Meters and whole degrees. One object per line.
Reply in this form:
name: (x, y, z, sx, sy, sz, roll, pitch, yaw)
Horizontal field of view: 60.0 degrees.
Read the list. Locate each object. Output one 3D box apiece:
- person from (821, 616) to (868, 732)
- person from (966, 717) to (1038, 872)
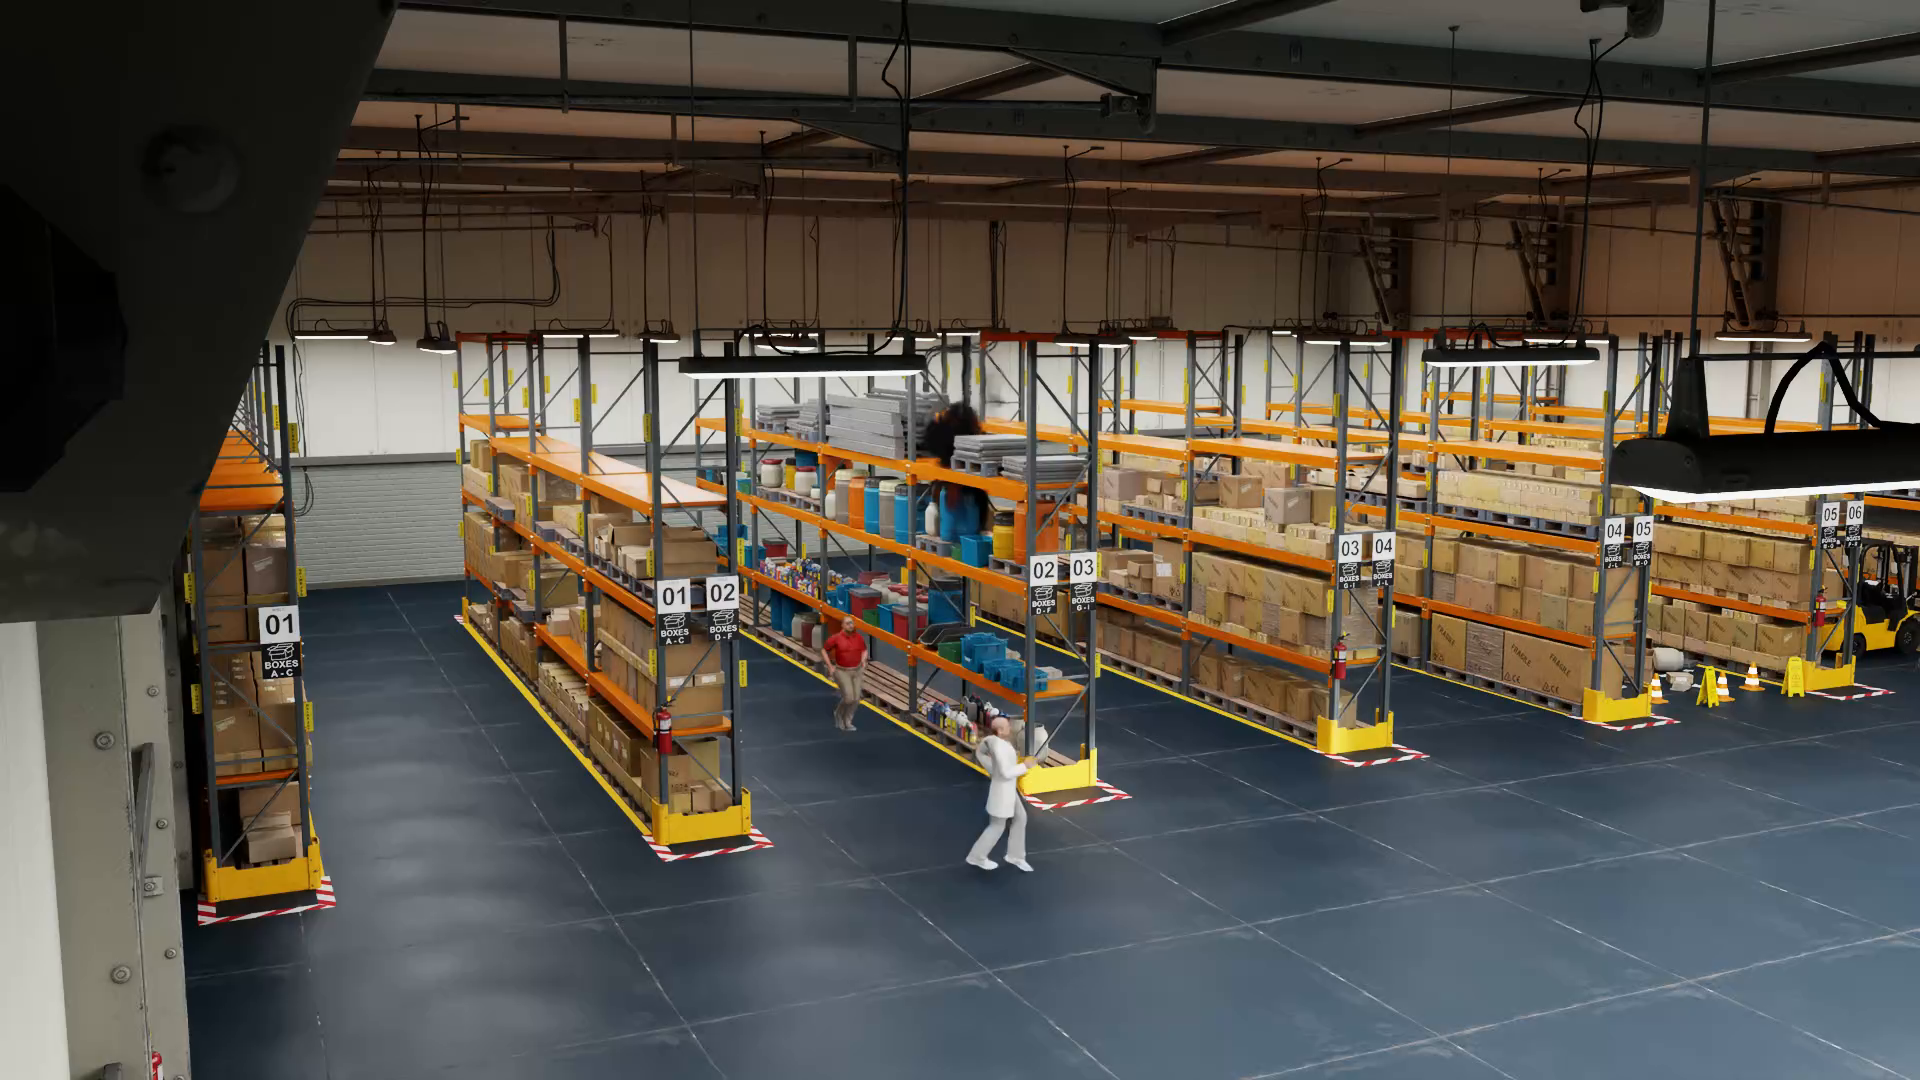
person: (-1.600, 1.961, 24.141, 0.664, 1.704, 0.590, -5, 9, -31)
person: (0.488, 2.913, 18.889, 0.782, 1.844, 0.687, 0, 8, 1)
